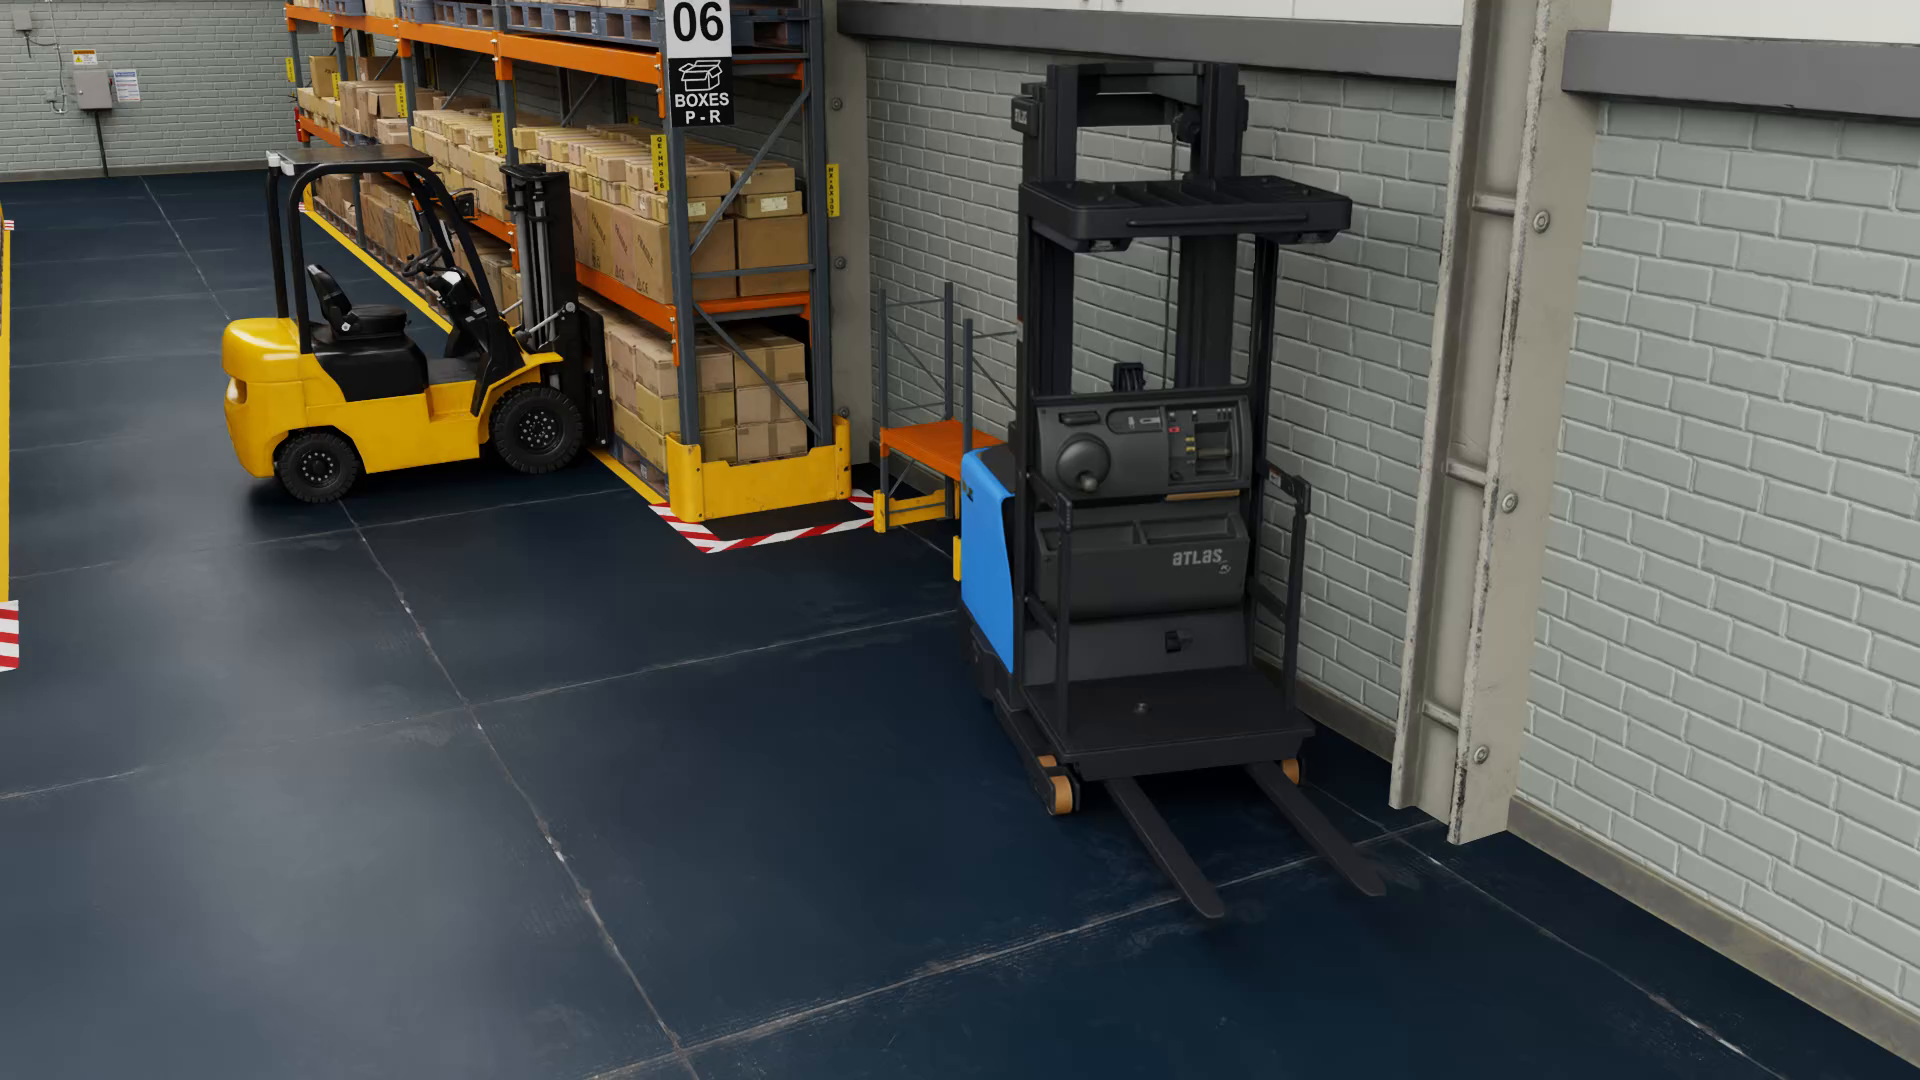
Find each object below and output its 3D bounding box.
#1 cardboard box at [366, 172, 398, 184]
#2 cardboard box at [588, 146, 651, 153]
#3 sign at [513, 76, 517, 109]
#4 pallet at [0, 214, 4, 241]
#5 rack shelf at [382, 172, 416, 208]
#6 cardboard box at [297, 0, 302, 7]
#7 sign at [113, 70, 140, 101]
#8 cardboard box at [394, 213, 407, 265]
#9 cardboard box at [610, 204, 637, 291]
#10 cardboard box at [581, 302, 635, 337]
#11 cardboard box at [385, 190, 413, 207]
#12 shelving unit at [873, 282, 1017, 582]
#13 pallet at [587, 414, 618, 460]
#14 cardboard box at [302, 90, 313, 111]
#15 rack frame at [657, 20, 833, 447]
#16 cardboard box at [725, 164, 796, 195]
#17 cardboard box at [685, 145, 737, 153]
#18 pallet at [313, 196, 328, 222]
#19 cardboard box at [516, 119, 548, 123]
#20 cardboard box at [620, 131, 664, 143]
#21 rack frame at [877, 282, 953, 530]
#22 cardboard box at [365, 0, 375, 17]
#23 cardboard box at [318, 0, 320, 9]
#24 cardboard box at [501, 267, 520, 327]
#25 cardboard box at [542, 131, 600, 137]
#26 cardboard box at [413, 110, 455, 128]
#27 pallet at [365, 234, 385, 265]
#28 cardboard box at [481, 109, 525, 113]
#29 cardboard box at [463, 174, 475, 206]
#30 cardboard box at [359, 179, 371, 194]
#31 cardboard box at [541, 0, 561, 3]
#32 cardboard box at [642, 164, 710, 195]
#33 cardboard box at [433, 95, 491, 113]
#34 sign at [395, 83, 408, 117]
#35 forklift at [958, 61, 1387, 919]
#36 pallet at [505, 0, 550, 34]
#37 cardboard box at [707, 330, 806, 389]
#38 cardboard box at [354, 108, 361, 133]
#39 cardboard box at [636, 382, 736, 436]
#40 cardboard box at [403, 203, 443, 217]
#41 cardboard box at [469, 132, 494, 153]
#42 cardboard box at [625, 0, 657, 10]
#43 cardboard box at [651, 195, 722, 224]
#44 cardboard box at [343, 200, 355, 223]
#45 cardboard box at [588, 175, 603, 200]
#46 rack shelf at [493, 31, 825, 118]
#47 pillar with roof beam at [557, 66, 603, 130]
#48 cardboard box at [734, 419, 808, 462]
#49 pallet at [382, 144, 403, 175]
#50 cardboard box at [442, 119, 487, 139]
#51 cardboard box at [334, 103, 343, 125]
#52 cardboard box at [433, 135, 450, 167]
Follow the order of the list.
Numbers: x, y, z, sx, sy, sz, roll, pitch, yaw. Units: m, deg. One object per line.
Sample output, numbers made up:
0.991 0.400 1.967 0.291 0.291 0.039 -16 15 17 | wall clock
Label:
-6.895 -4.364 19.918 0.380 0.149 0.250 -11 22 -29 | cardboard box
-2.388 -2.671 11.669 0.380 0.149 0.250 -10 21 -26 | cardboard box
-4.610 -4.597 17.081 0.100 0.325 0.005 -10 21 -27 | sign
-12.814 -3.954 21.267 1.003 0.211 1.213 -10 21 -27 | pallet
-6.047 -4.197 18.800 1.077 0.370 4.000 -10 21 -27 | rack shelf
-8.537 -7.122 21.960 0.380 0.149 0.250 -10 21 -27 | cardboard box
-13.707 -7.479 27.354 0.329 0.494 0.001 -10 21 -27 | sign
-5.967 -3.363 18.468 0.500 0.500 0.500 -9 21 -24 | cardboard box
-2.001 -1.965 11.074 0.500 0.500 0.500 -9 21 -25 | cardboard box
-2.522 -1.558 12.085 0.500 0.250 0.500 -10 22 -28 | cardboard box
-6.385 -3.926 19.103 0.380 0.149 0.250 -9 21 -25 | cardboard box
-0.017 -0.670 9.774 0.587 1.500 1.083 -11 22 -28 | shelving unit
-2.274 -0.911 12.449 1.003 0.211 1.213 -10 21 -27 | pallet
-8.678 -6.013 22.732 0.500 0.250 0.500 -10 21 -26 | cardboard box
-1.298 -1.667 10.363 1.000 3.000 0.127 -10 21 -27 | rack frame
-1.270 -2.291 10.568 0.380 0.149 0.250 -10 22 -28 | cardboard box
-1.792 -2.680 11.697 0.380 0.149 0.250 -11 22 -28 | cardboard box
-8.481 -4.691 23.403 1.003 0.211 1.213 -10 21 -27 | pallet
-4.019 -3.817 15.448 0.380 0.149 0.250 -9 21 -25 | cardboard box
-2.386 -3.050 12.768 0.380 0.149 0.250 -10 22 -28 | cardboard box
-0.266 -0.811 10.183 0.500 1.500 0.032 -11 22 -28 | rack frame
-6.032 -5.708 17.706 0.500 0.250 0.500 -10 21 -27 | cardboard box
-7.774 -6.689 20.703 0.380 0.149 0.250 -10 21 -27 | cardboard box
-3.456 -2.039 14.438 0.875 0.625 0.625 -9 21 -24 | cardboard box
-2.975 -3.039 12.737 0.380 0.149 0.250 -10 22 -28 | cardboard box
-5.205 -4.180 16.499 0.380 0.149 0.250 -9 21 -25 | cardboard box
-6.577 -3.566 20.141 1.003 0.211 1.213 -10 21 -27 | pallet
-4.542 -4.197 16.549 0.380 0.149 0.250 -9 21 -25 | cardboard box
-4.120 -3.139 14.859 0.500 0.250 0.500 -10 21 -26 | cardboard box
-7.061 -4.291 20.162 0.380 0.149 0.250 -9 21 -24 | cardboard box
-2.760 -3.942 11.767 0.396 0.266 0.258 -11 22 -28 | cardboard box
-1.798 -2.297 10.587 0.380 0.149 0.250 -10 21 -27 | cardboard box
-5.204 -4.381 17.432 0.500 0.500 0.500 -9 21 -24 | cardboard box
-5.570 -4.386 16.591 0.100 0.325 0.005 -10 21 -27 | sign
0.828 -0.387 6.759 1.130 2.935 3.031 -4 20 -13 | forklift
-2.770 -3.950 12.518 1.003 0.211 1.213 -10 21 -27 | pallet
-1.360 -1.205 11.065 0.500 0.250 0.500 -10 22 -27 | cardboard box
-6.675 -4.788 18.971 0.396 0.266 0.258 -9 21 -24 | cardboard box
-1.805 -0.893 10.926 0.500 0.250 0.500 -10 22 -27 | cardboard box
-5.798 -3.545 18.001 0.380 0.149 0.250 -11 22 -28 | cardboard box
-4.005 -3.437 14.346 0.380 0.149 0.250 -11 22 -28 | cardboard box
-1.723 -3.467 10.031 0.500 0.500 0.500 -9 21 -25 | cardboard box
-1.710 -2.077 10.403 0.380 0.149 0.250 -10 21 -26 | cardboard box
-7.689 -4.234 21.352 0.396 0.266 0.258 -9 21 -25 | cardboard box
-2.340 -2.441 11.460 0.380 0.149 0.250 -10 21 -26 | cardboard box
-2.248 -3.319 11.655 1.077 0.370 4.000 -10 21 -27 | rack shelf
-7.474 -5.898 13.427 9.100 9.000 0.400 -10 21 -27 | pillar with roof beam
-1.360 -0.737 11.239 0.500 0.250 0.500 -10 21 -26 | cardboard box
-5.481 -4.056 17.582 1.213 0.211 1.003 -10 21 -27 | pallet
-4.583 -3.811 15.430 0.380 0.149 0.250 -9 21 -26 | cardboard box
-7.453 -5.290 20.636 0.500 0.250 0.500 -9 21 -25 | cardboard box
-4.632 -3.666 15.622 0.500 0.250 0.500 -11 22 -28 | cardboard box
